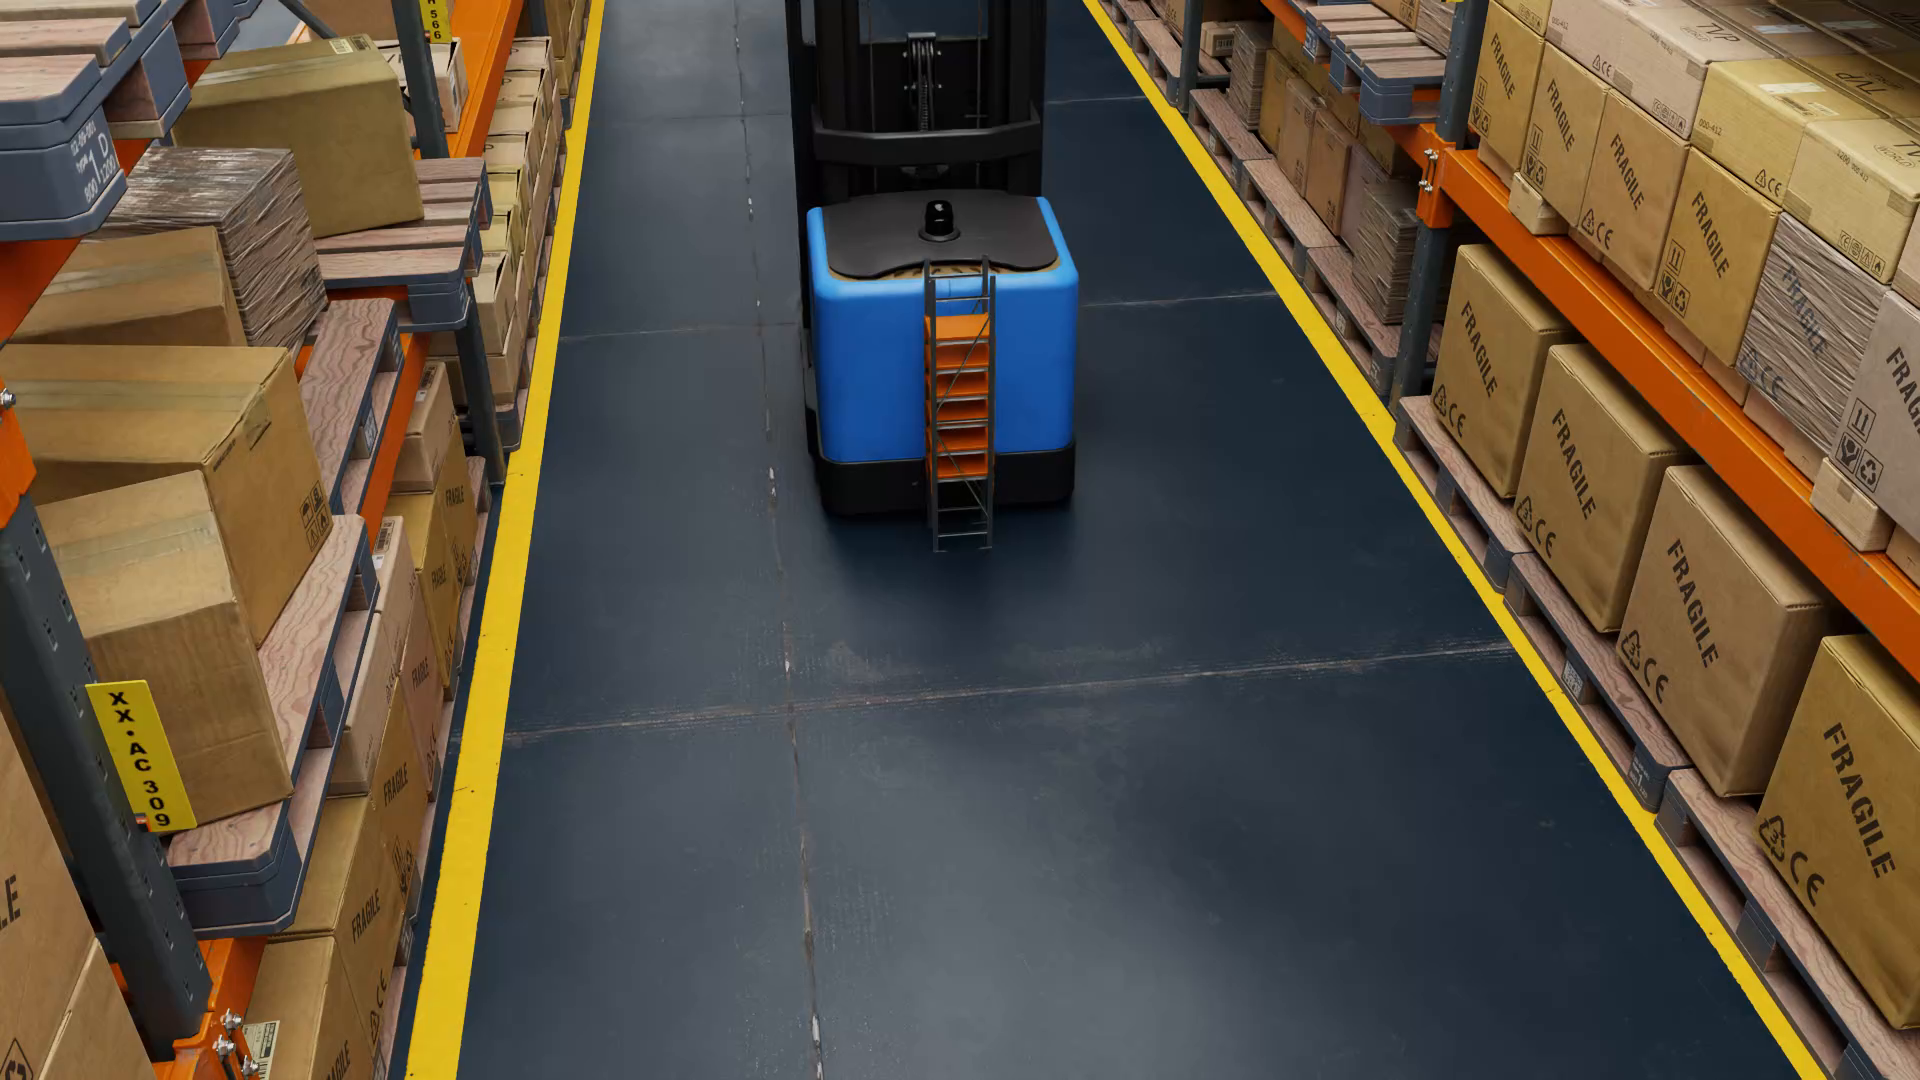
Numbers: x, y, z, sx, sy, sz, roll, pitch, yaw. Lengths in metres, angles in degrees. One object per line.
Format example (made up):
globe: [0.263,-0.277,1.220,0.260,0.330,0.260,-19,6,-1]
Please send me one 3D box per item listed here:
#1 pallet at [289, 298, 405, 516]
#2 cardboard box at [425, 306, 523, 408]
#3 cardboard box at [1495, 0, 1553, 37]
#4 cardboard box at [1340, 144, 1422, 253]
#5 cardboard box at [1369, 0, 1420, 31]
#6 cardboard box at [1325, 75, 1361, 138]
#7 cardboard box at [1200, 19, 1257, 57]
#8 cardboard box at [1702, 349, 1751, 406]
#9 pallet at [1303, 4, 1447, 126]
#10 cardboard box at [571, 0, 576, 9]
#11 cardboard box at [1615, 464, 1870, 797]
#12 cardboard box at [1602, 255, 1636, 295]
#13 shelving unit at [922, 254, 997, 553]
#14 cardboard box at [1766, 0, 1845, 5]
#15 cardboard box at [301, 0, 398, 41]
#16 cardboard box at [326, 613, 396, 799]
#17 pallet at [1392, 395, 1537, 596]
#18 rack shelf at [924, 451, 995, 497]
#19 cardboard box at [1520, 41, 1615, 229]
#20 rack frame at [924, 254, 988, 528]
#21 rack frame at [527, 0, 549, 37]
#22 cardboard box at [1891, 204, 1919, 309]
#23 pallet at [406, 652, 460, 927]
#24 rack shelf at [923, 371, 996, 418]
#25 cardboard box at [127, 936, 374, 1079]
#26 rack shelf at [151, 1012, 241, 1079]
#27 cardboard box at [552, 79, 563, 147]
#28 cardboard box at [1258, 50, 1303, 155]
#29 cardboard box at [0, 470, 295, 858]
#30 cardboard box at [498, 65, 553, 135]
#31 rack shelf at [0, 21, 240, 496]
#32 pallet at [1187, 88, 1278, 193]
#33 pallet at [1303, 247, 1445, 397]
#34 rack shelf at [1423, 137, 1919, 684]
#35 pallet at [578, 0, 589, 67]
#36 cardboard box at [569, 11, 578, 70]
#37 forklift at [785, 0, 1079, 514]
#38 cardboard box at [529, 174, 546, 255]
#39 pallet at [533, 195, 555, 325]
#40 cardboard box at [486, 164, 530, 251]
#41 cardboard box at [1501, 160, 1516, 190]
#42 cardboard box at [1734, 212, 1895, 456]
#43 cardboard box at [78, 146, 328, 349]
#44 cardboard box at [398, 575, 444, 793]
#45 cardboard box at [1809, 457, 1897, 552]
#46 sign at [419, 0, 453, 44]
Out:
pallet: [-2.178,-0.299,4.695,1.003,0.211,1.213,-4,35,-6]
cardboard box: [-2.223,-0.815,7.351,0.500,0.250,0.500,-4,35,-7]
cardboard box: [2.274,-2.034,6.034,0.500,0.250,0.500,-4,34,-5]
cardboard box: [2.362,-1.683,8.385,0.700,0.500,0.500,-4,35,-6]
cardboard box: [2.289,-2.635,7.473,0.700,0.500,0.500,-8,35,-11]
cardboard box: [2.227,-2.306,8.634,0.500,0.250,0.500,-5,35,-7]
cardboard box: [1.825,-3.380,11.171,0.380,0.166,0.250,-9,35,-13]
cardboard box: [2.524,-0.541,5.086,0.380,0.149,0.250,-3,34,-5]
pallet: [2.263,-2.150,7.412,1.213,0.211,1.003,-4,35,-6]
cardboard box: [-2.869,-3.883,11.187,0.500,0.500,0.500,-4,35,-6]
cardboard box: [2.664,0.258,5.244,0.750,0.750,0.750,-3,34,-5]
cardboard box: [2.456,-0.972,5.718,0.380,0.149,0.250,-4,34,-5]
shelving unit: [-0.002,-0.504,6.424,0.258,1.200,0.189,-4,35,-6]
cardboard box: [2.848,-1.800,5.691,0.500,0.250,0.500,-5,35,-8]
cardboard box: [-2.686,-2.439,7.577,0.500,0.500,0.500,-6,35,-9]
cardboard box: [-1.864,0.464,4.569,0.500,0.250,0.500,-4,35,-6]
pallet: [2.496,-0.242,6.918,1.003,0.211,1.213,-4,35,-6]
rack shelf: [-0.002,-0.269,6.584,0.258,0.103,0.180,-4,35,-6]
cardboard box: [2.337,-1.429,5.813,0.500,0.500,0.500,-3,34,-5]
rack frame: [-0.014,-0.555,6.499,0.240,1.200,0.006,-4,35,-6]
rack frame: [-2.982,-3.695,9.508,1.000,3.000,0.127,-4,35,-6]
cardboard box: [2.627,-0.618,3.956,0.500,0.250,0.500,-4,34,-5]
pallet: [-2.220,0.788,5.406,1.003,0.211,1.213,-4,35,-6]
rack shelf: [-0.002,-0.566,6.381,0.258,0.103,0.180,-4,35,-6]
cardboard box: [-1.730,1.332,3.961,0.500,0.500,0.500,-6,35,-9]
rack shelf: [-1.637,2.183,1.523,1.077,0.370,4.000,-4,35,-6]
cardboard box: [-2.639,-2.523,9.857,0.500,0.250,0.500,-5,35,-7]
cardboard box: [2.161,-2.527,9.624,0.700,0.500,0.500,-5,35,-7]
cardboard box: [-1.748,0.273,3.224,0.700,0.500,0.500,-16,37,-22]
cardboard box: [-2.567,-2.470,9.281,0.500,0.311,0.500,-3,34,-5]
rack shelf: [-2.175,-1.289,3.953,1.077,0.370,4.000,-4,35,-6]
pallet: [2.033,-2.486,10.210,1.003,0.211,1.213,-4,35,-6]
pallet: [2.361,-1.124,8.212,1.003,0.211,1.213,-4,35,-6]
rack shelf: [2.733,-0.427,5.352,1.077,0.370,4.000,-4,35,-6]
pallet: [-3.215,-3.672,11.951,1.003,0.211,1.213,-4,35,-6]
cardboard box: [-2.806,-3.293,10.988,0.500,0.250,0.500,-4,35,-6]
forklift: [-0.212,-2.131,7.275,1.130,2.935,3.031,-4,34,-6]
cardboard box: [-2.436,-1.671,8.607,0.500,0.250,0.500,-4,34,-5]
pallet: [-2.677,-1.452,8.694,1.003,0.211,1.213,-4,35,-6]
cardboard box: [-2.369,-1.624,8.040,0.500,0.311,0.500,-5,35,-8]
cardboard box: [2.304,-1.402,6.349,0.380,0.149,0.250,-4,34,-6]
cardboard box: [2.553,-0.584,4.573,0.500,0.500,0.500,-4,35,-6]
cardboard box: [-2.314,-0.810,4.813,0.700,0.500,0.500,2,34,3]
cardboard box: [-1.939,0.474,5.220,0.500,0.500,0.500,-6,35,-8]
cardboard box: [2.535,-0.110,4.453,0.380,0.149,0.250,-4,35,-6]
sign: [-1.907,-1.955,5.997,0.100,0.325,0.005,-4,35,-6]
